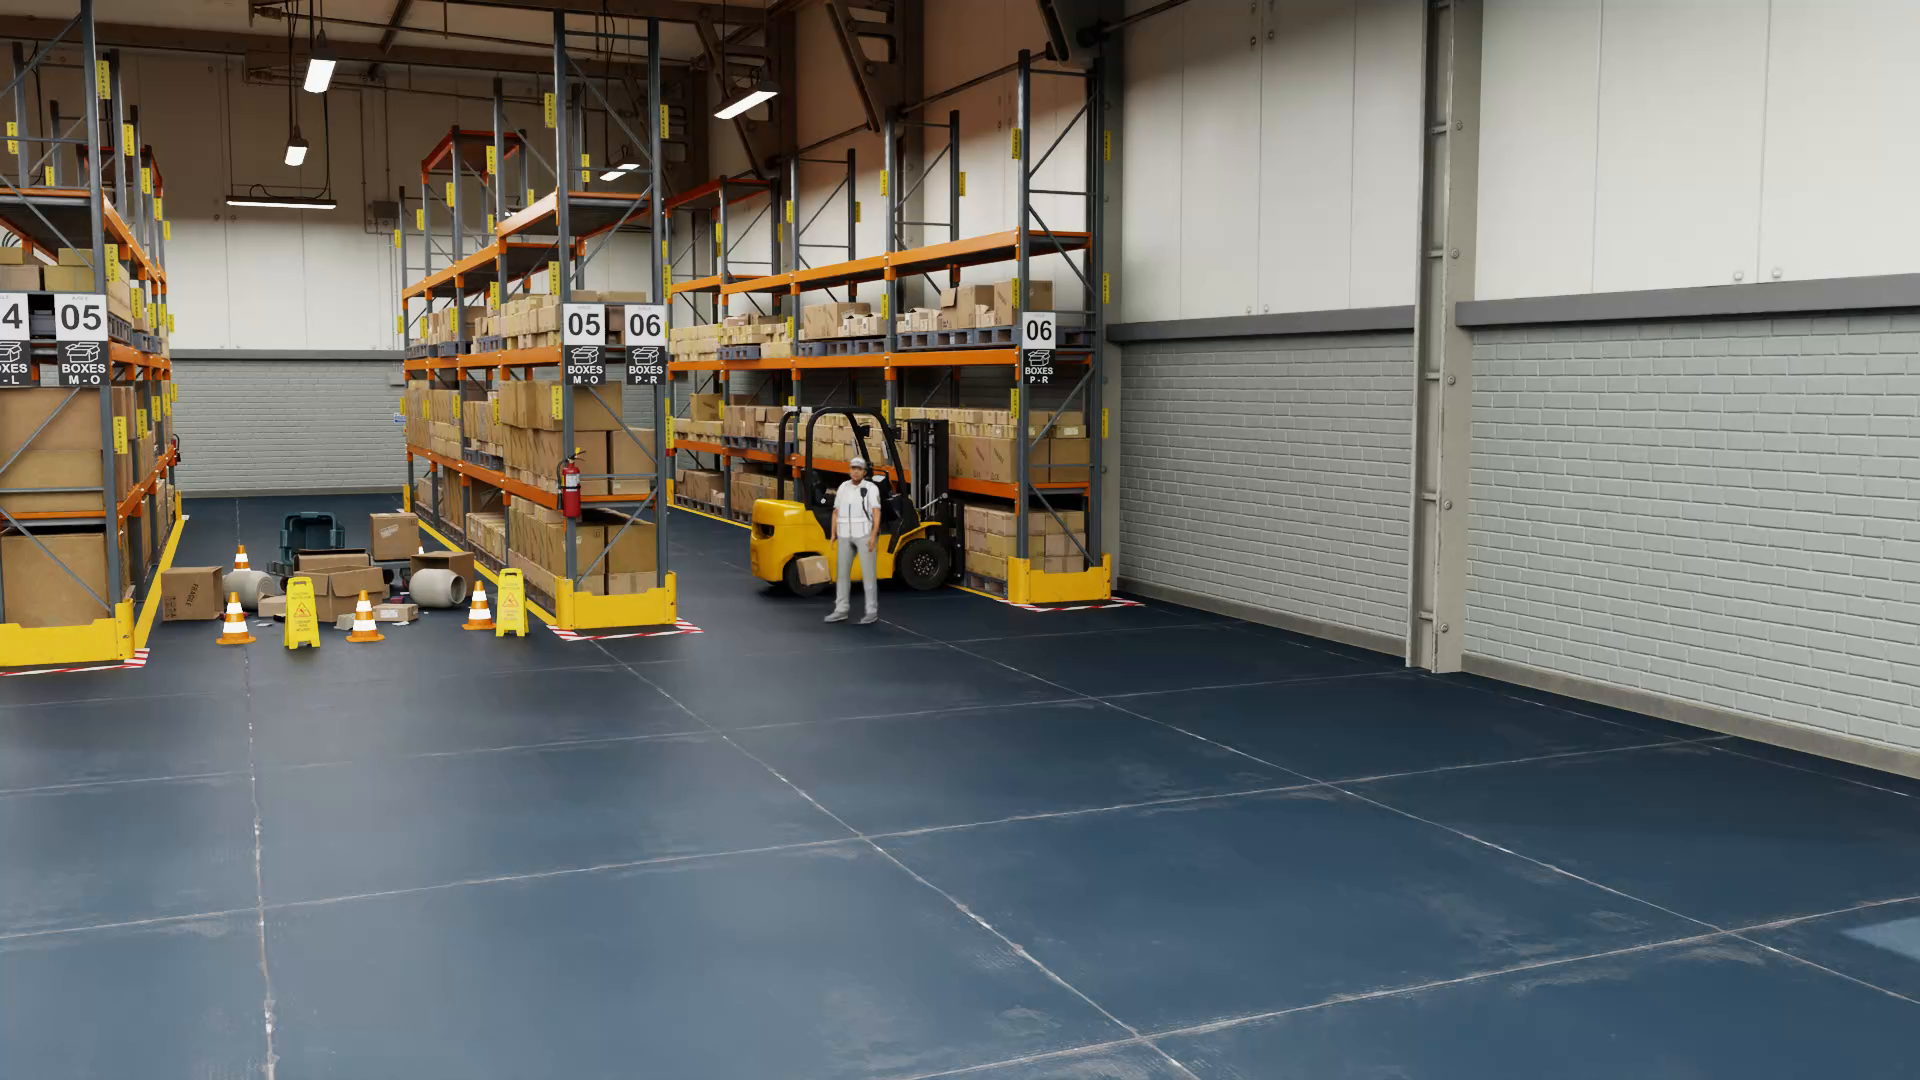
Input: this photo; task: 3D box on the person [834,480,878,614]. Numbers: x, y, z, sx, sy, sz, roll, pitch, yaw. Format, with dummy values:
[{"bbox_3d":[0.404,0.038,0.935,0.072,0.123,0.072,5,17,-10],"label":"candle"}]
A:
[{"bbox_3d":[-1.064,0.077,16.898,0.457,1.375,0.372,2,6,17],"label":"person"}]
